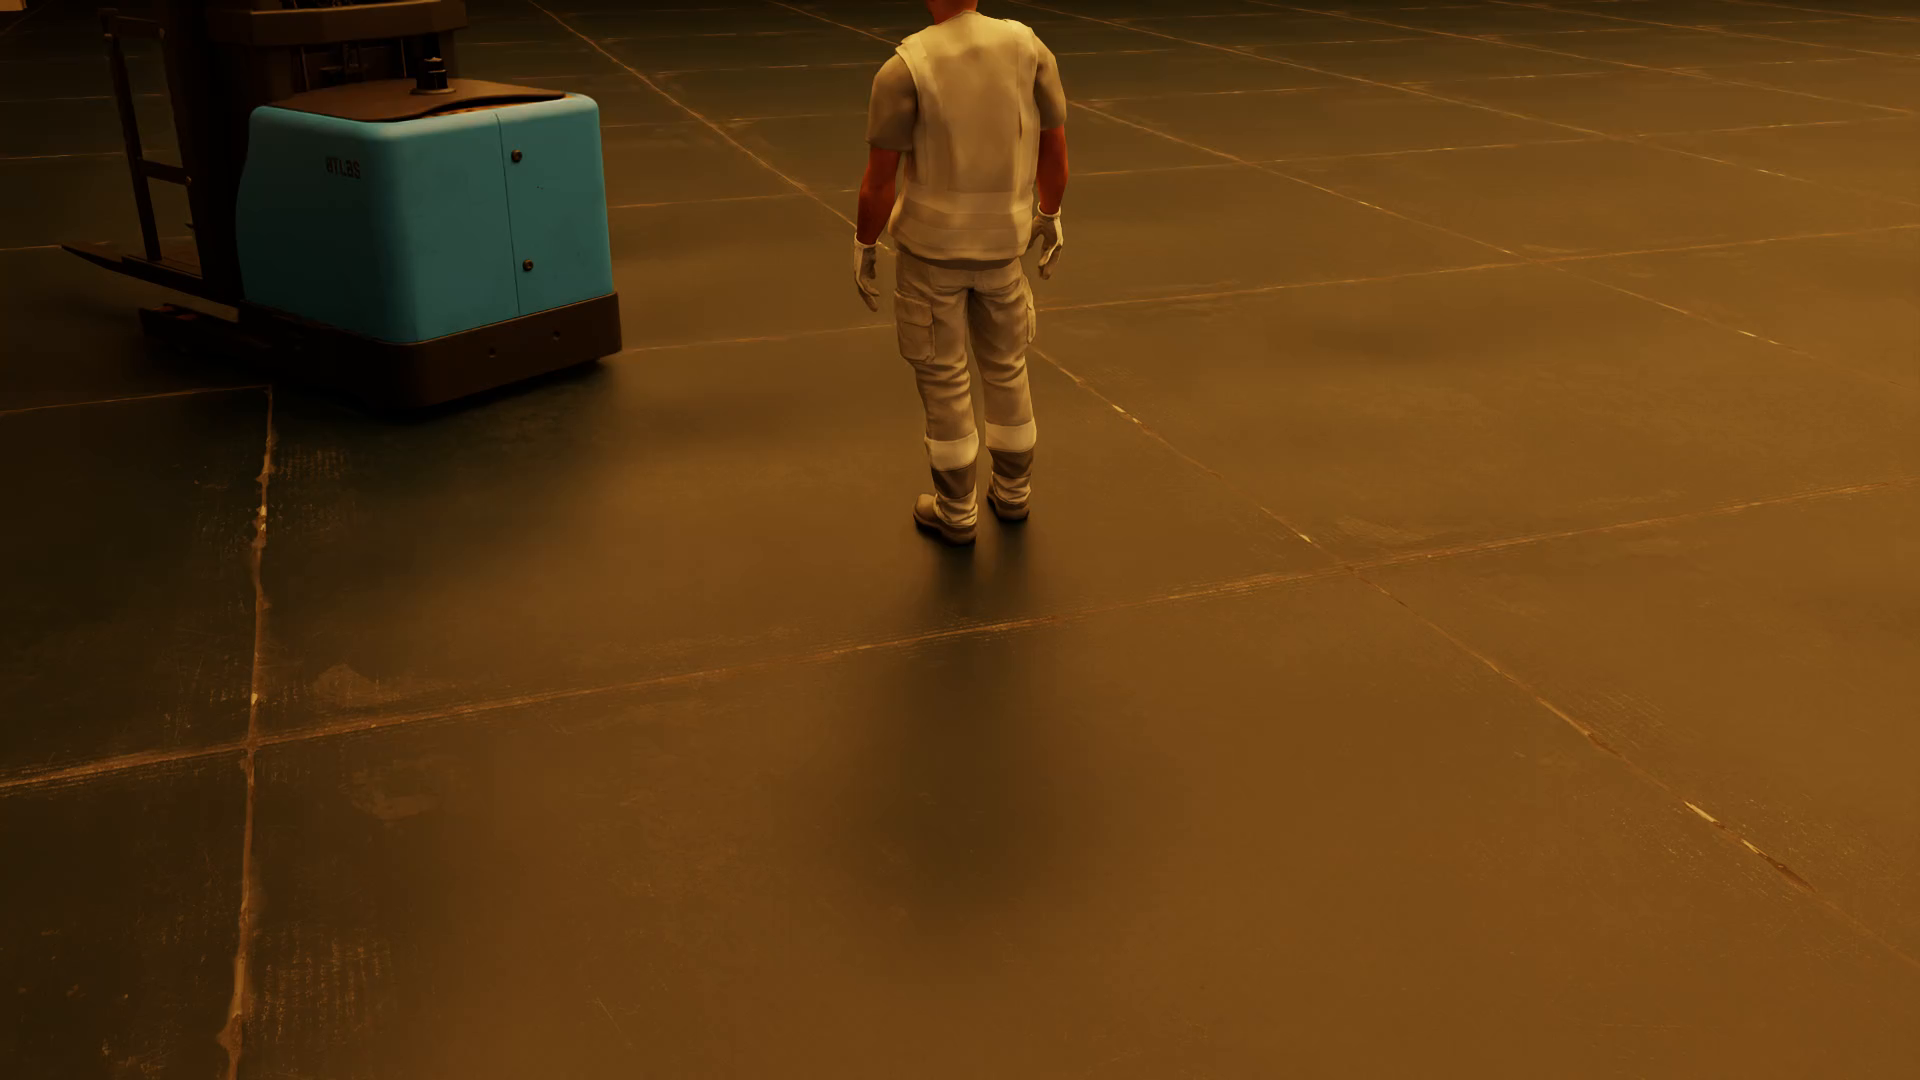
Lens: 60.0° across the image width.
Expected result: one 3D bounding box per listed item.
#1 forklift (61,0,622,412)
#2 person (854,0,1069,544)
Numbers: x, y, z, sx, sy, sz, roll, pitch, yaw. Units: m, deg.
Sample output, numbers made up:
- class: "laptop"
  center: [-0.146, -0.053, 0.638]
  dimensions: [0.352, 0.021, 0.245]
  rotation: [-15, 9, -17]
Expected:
- class: "forklift"
  center: [-2.834, -2.270, 6.696]
  dimensions: [3.031, 2.935, 1.130]
  rotation: [17, 28, 35]
- class: "person"
  center: [-0.016, -0.862, 4.803]
  dimensions: [0.638, 1.787, 0.564]
  rotation: [-8, 24, -18]
